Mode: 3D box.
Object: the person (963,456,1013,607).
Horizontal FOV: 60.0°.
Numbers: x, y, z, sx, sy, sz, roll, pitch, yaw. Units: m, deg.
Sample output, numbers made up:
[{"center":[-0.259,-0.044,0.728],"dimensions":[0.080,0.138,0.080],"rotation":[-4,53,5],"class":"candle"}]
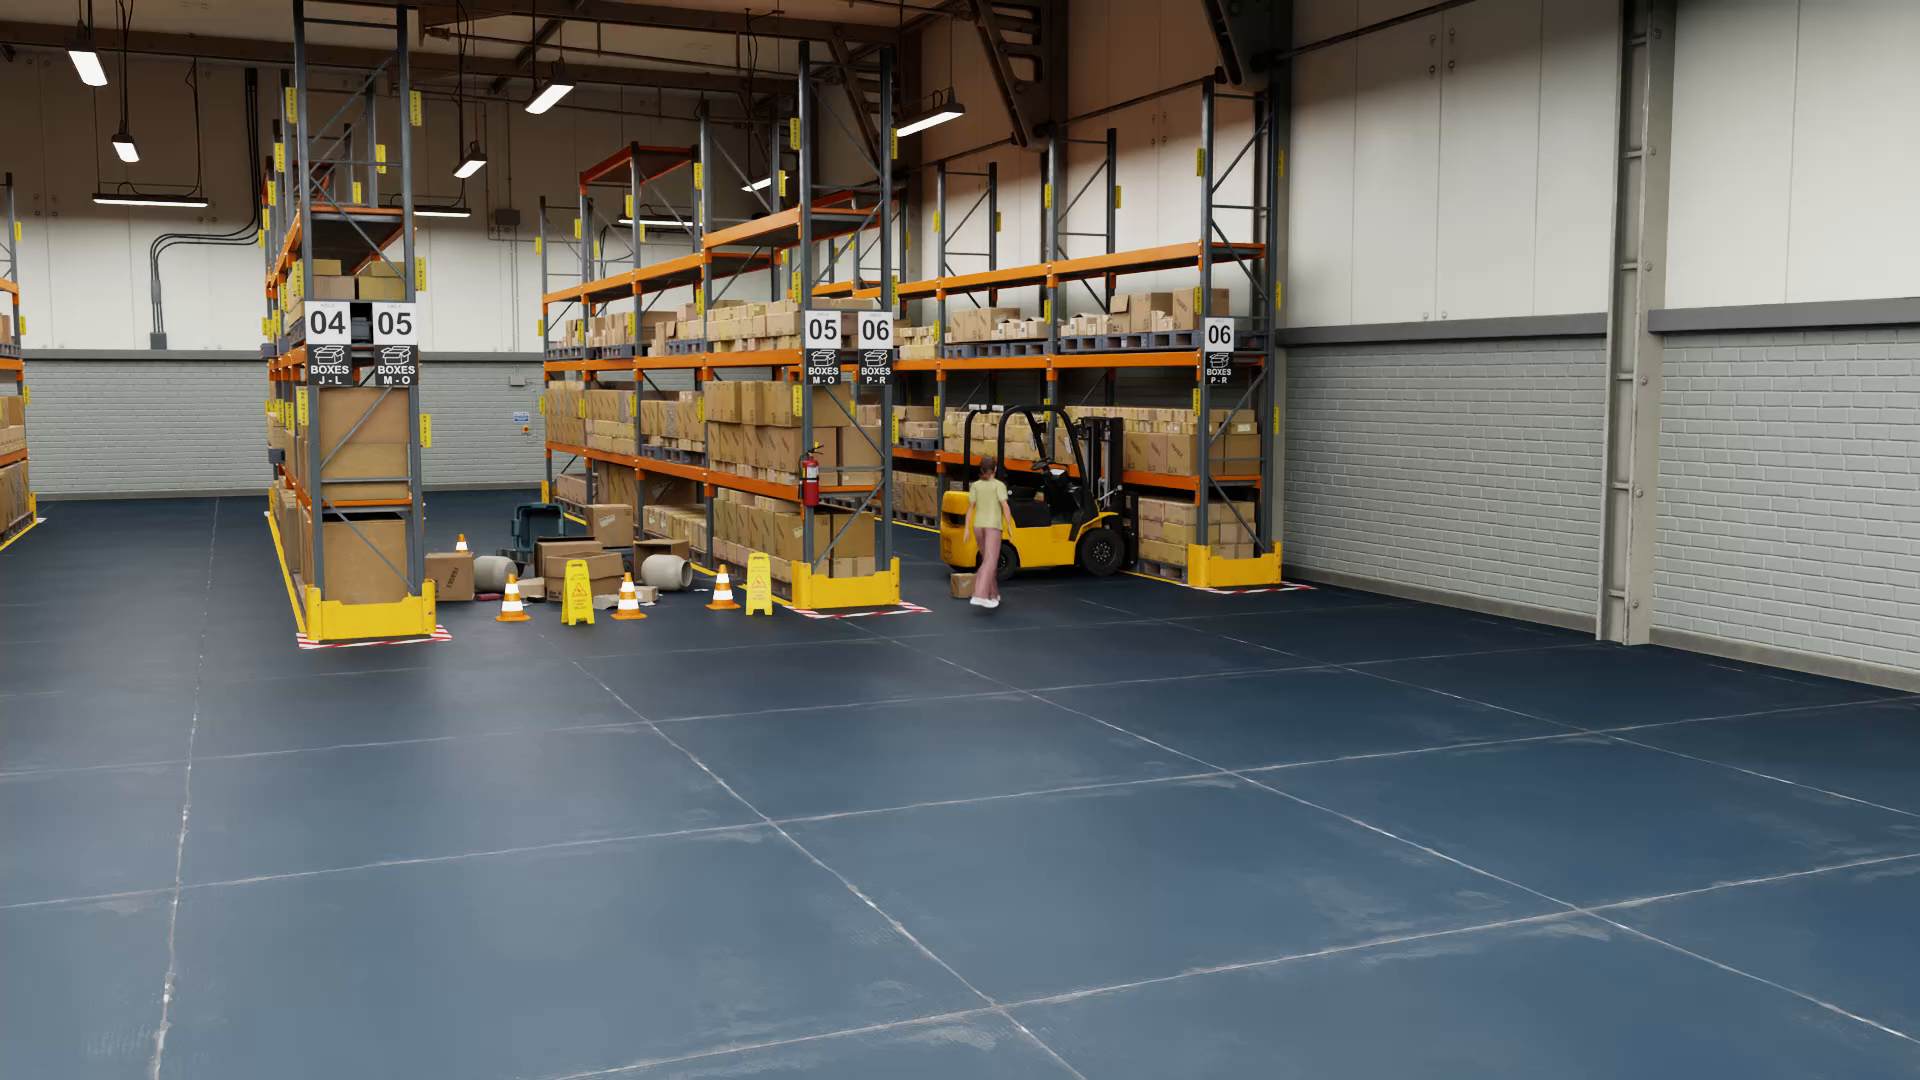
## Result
[{"center":[0.318,-0.088,18.007],"dimensions":[0.546,1.637,0.882],"rotation":[4,7,33],"class":"person"}]
